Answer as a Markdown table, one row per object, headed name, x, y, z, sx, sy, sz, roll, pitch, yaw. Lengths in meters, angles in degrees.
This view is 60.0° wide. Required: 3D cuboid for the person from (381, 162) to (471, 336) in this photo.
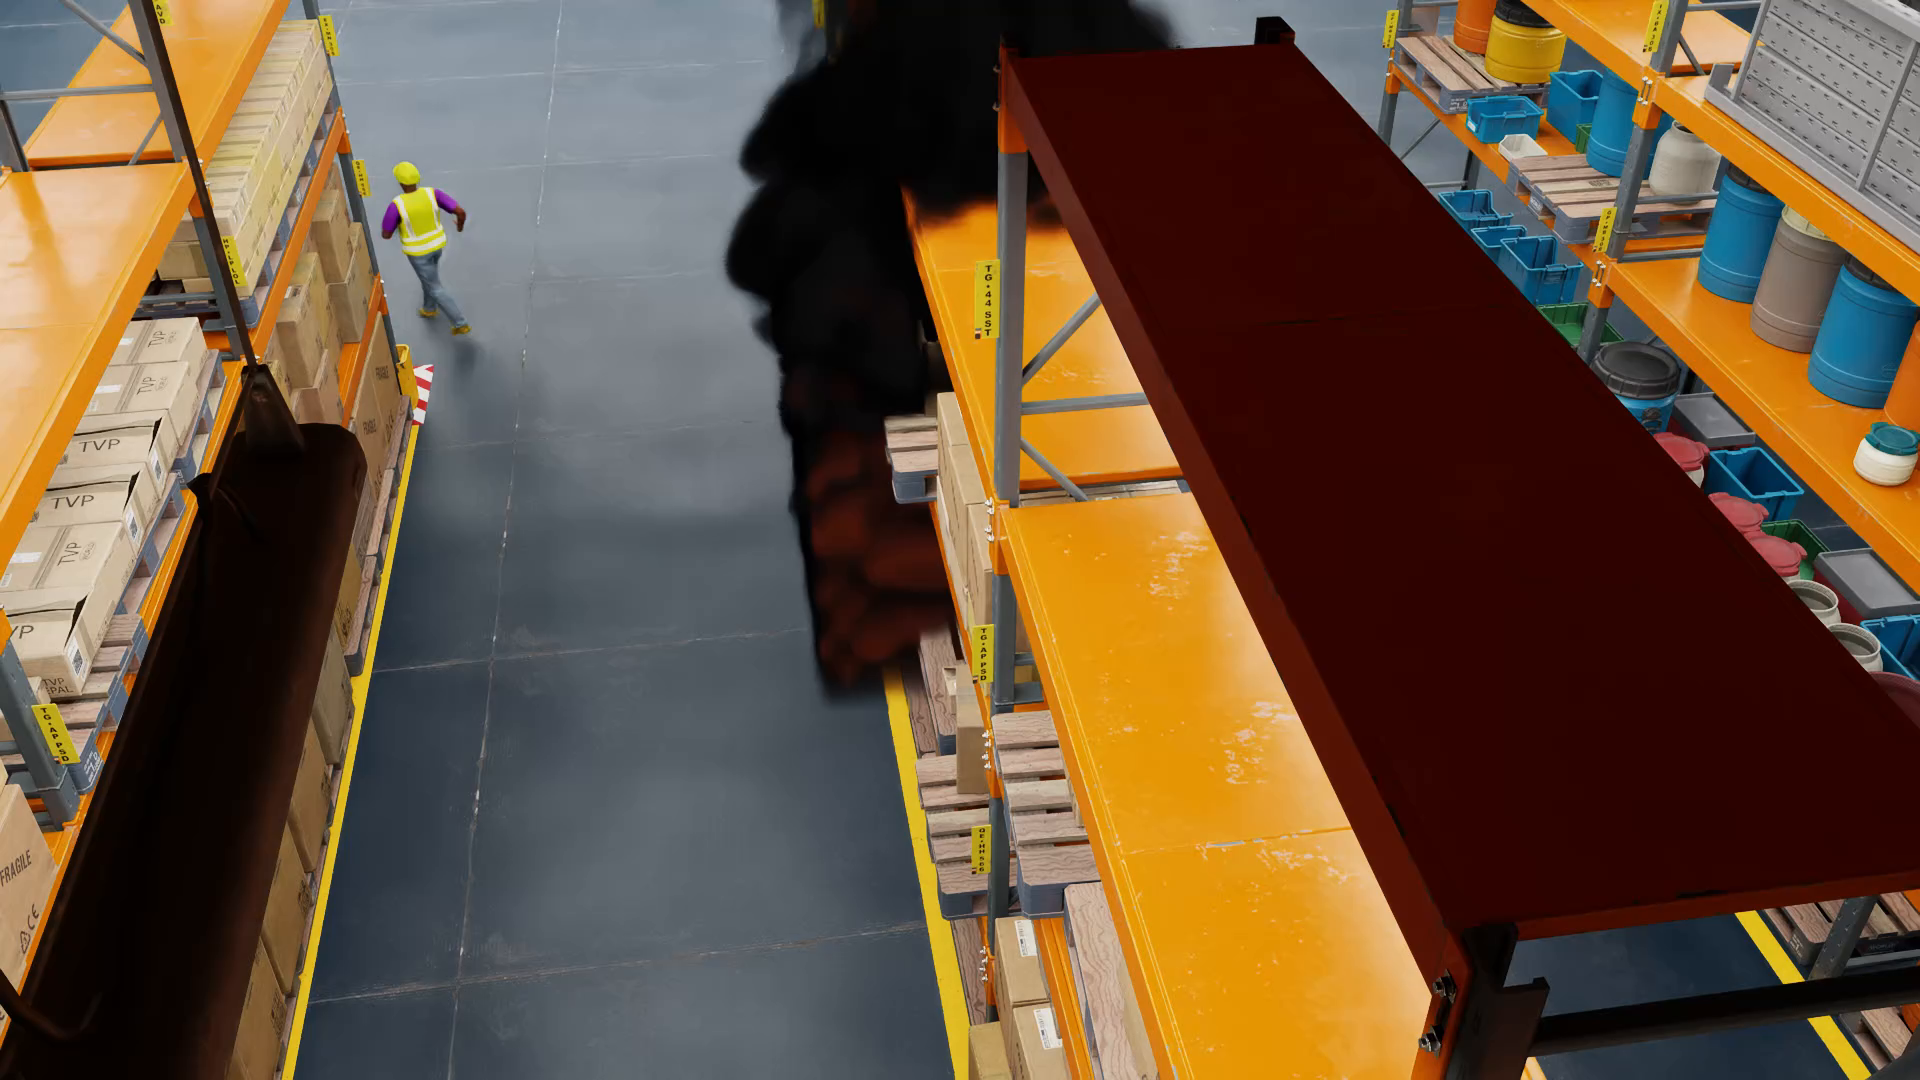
| name | x | y | z | sx | sy | sz | roll | pitch | yaw |
| --- | --- | --- | --- | --- | --- | --- | --- | --- | --- |
| person | -5.073 | -2.755 | 15.680 | 0.938 | 1.769 | 0.768 | 25 | 43 | 30 |
